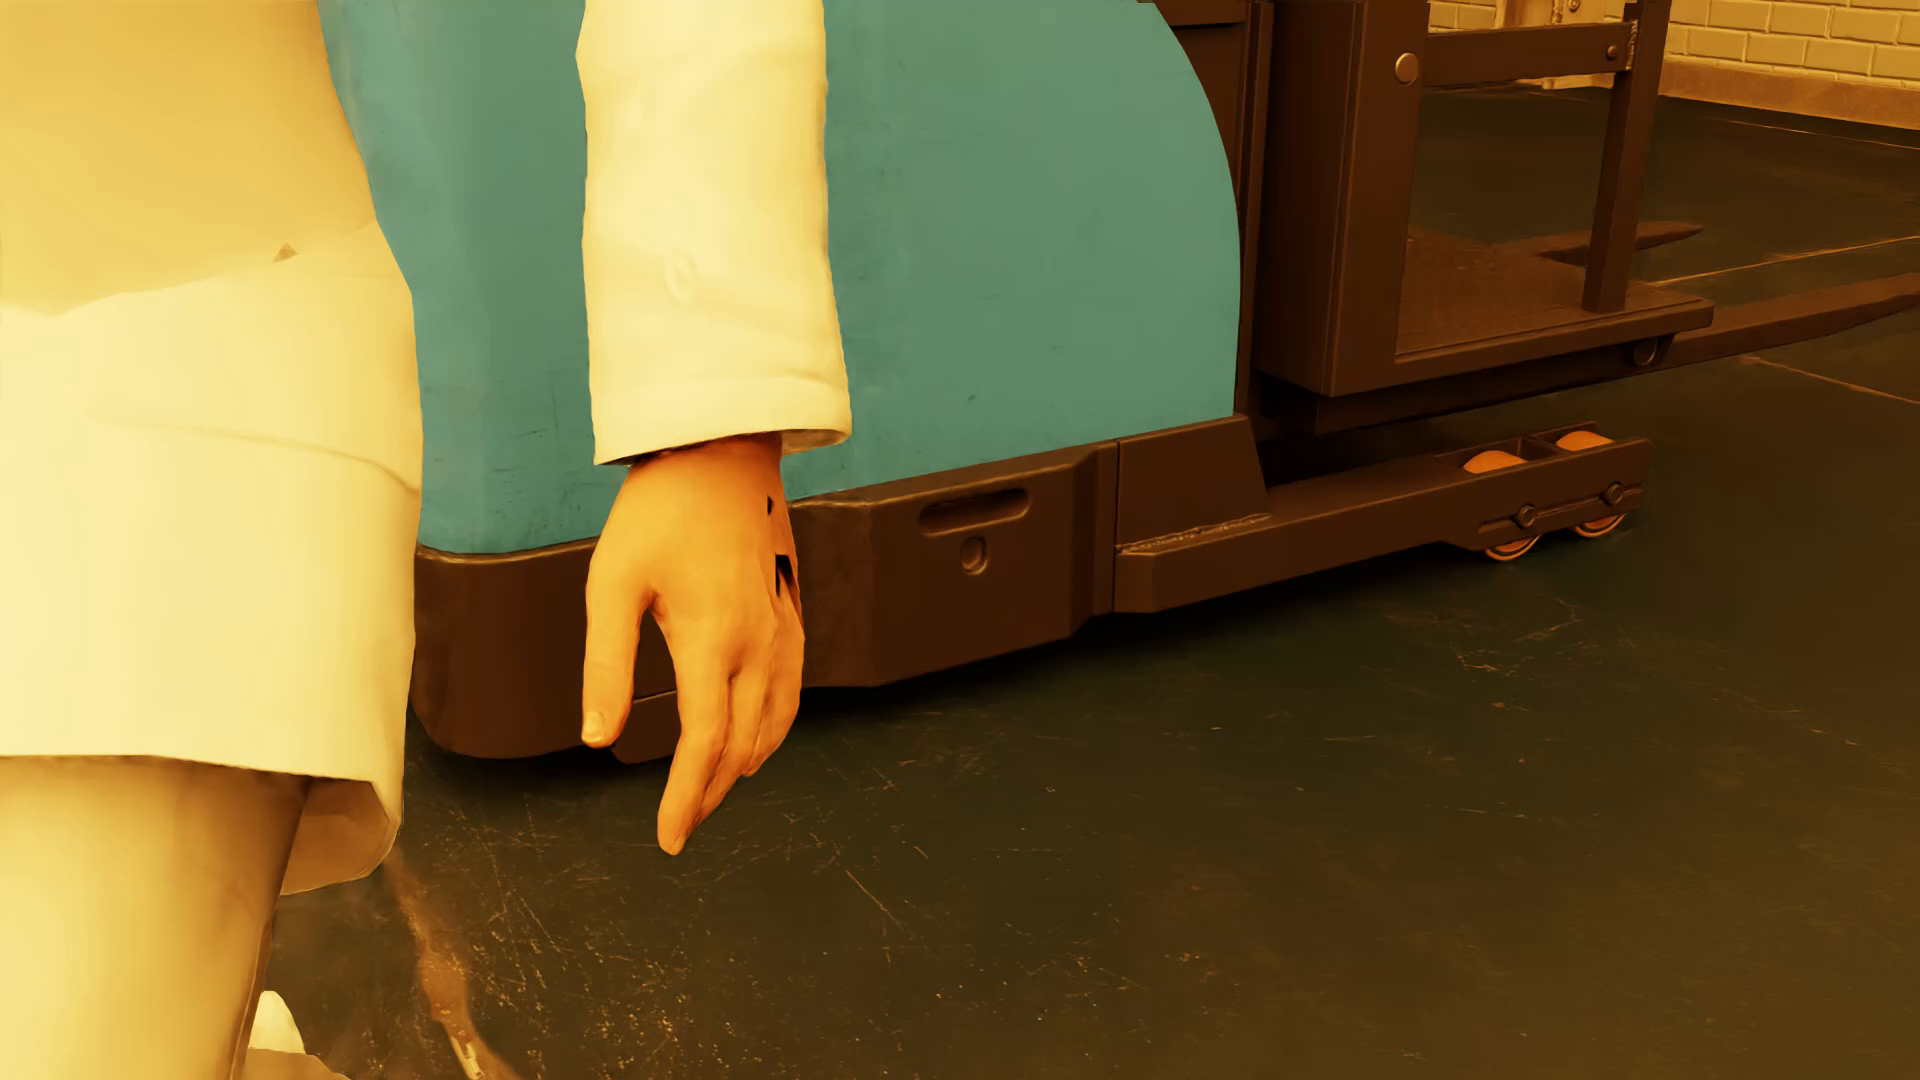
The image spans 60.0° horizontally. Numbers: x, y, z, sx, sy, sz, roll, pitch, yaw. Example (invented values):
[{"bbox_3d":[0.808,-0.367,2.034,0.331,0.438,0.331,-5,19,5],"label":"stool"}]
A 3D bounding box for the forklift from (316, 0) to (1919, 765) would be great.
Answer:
[{"bbox_3d":[0.507,-1.486,2.395,3.031,2.935,1.130,-12,25,-27],"label":"forklift"}]
